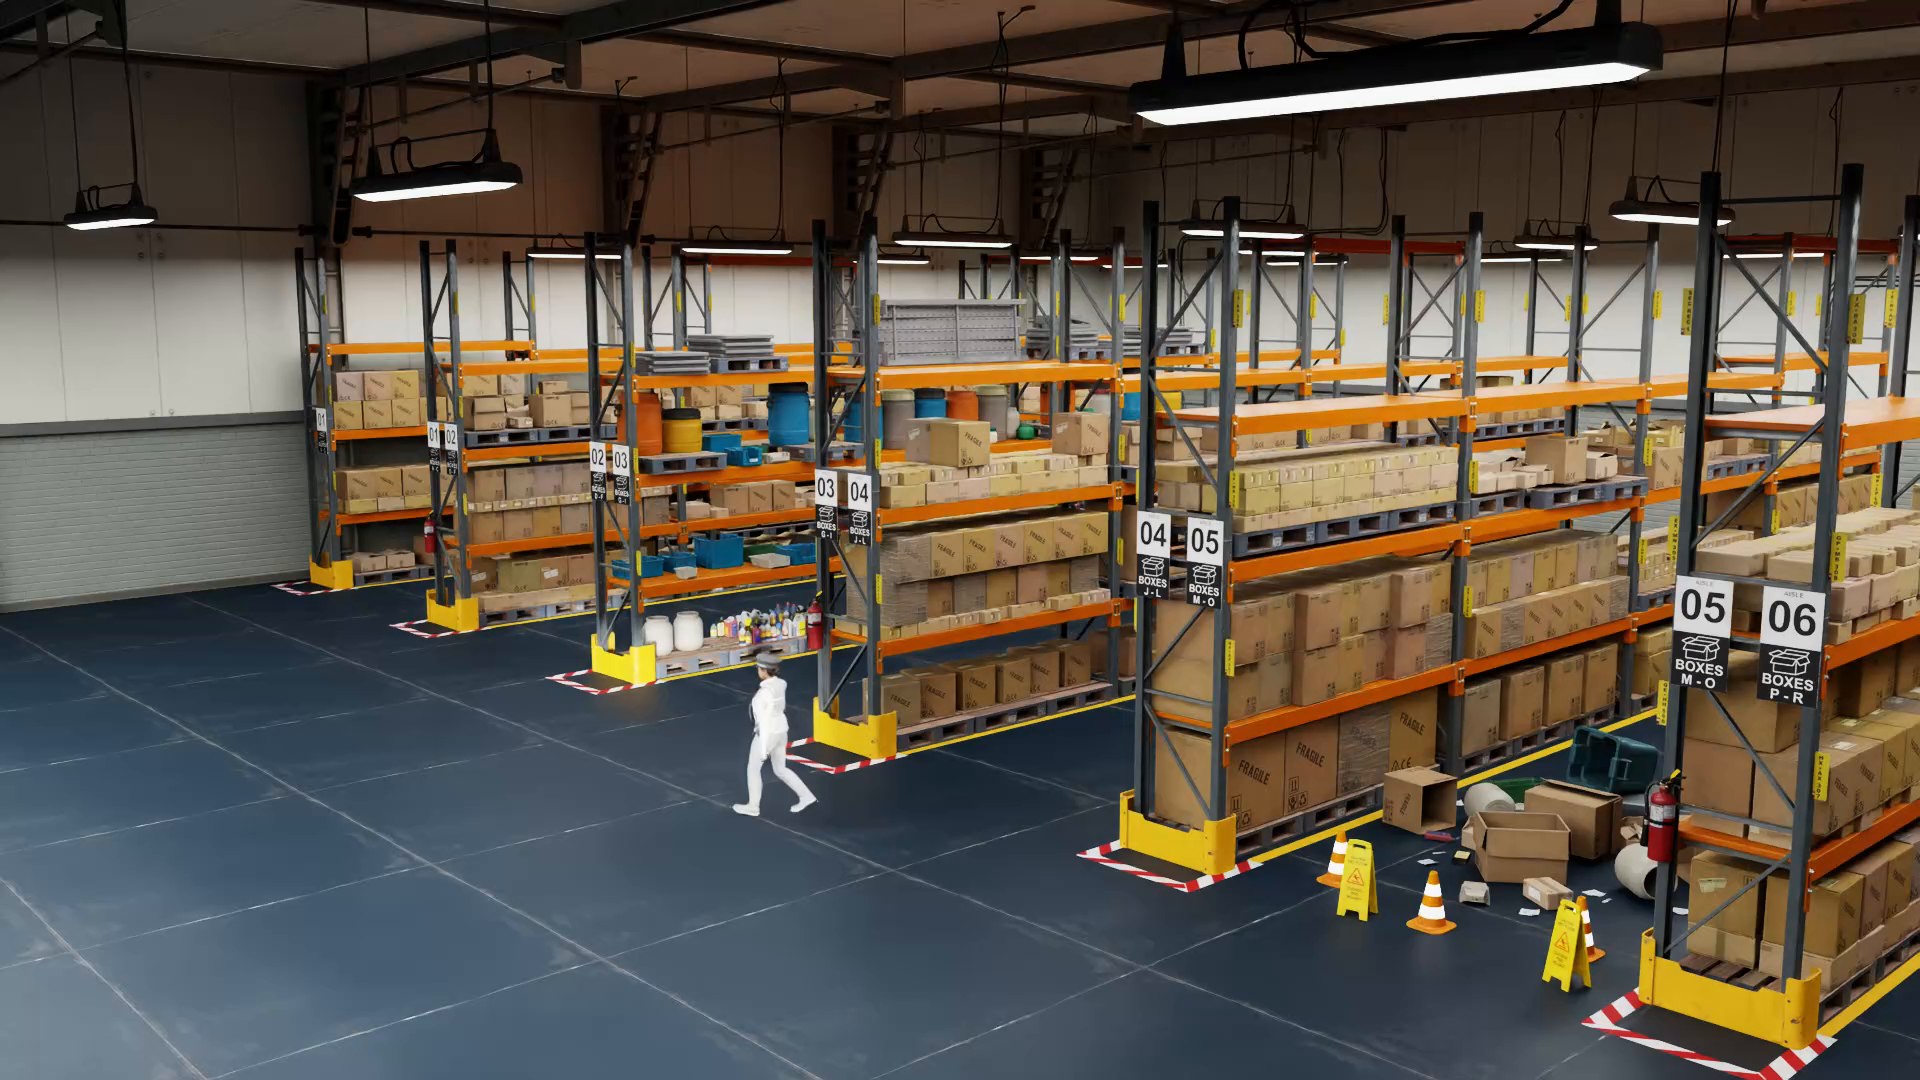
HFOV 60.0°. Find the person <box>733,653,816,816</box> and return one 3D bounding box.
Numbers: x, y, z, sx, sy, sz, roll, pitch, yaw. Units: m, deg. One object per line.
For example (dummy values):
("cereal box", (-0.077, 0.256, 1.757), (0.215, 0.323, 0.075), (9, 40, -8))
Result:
("person", (-1.852, 1.946, 16.525), (0.842, 1.641, 0.518), (4, 9, 24))
